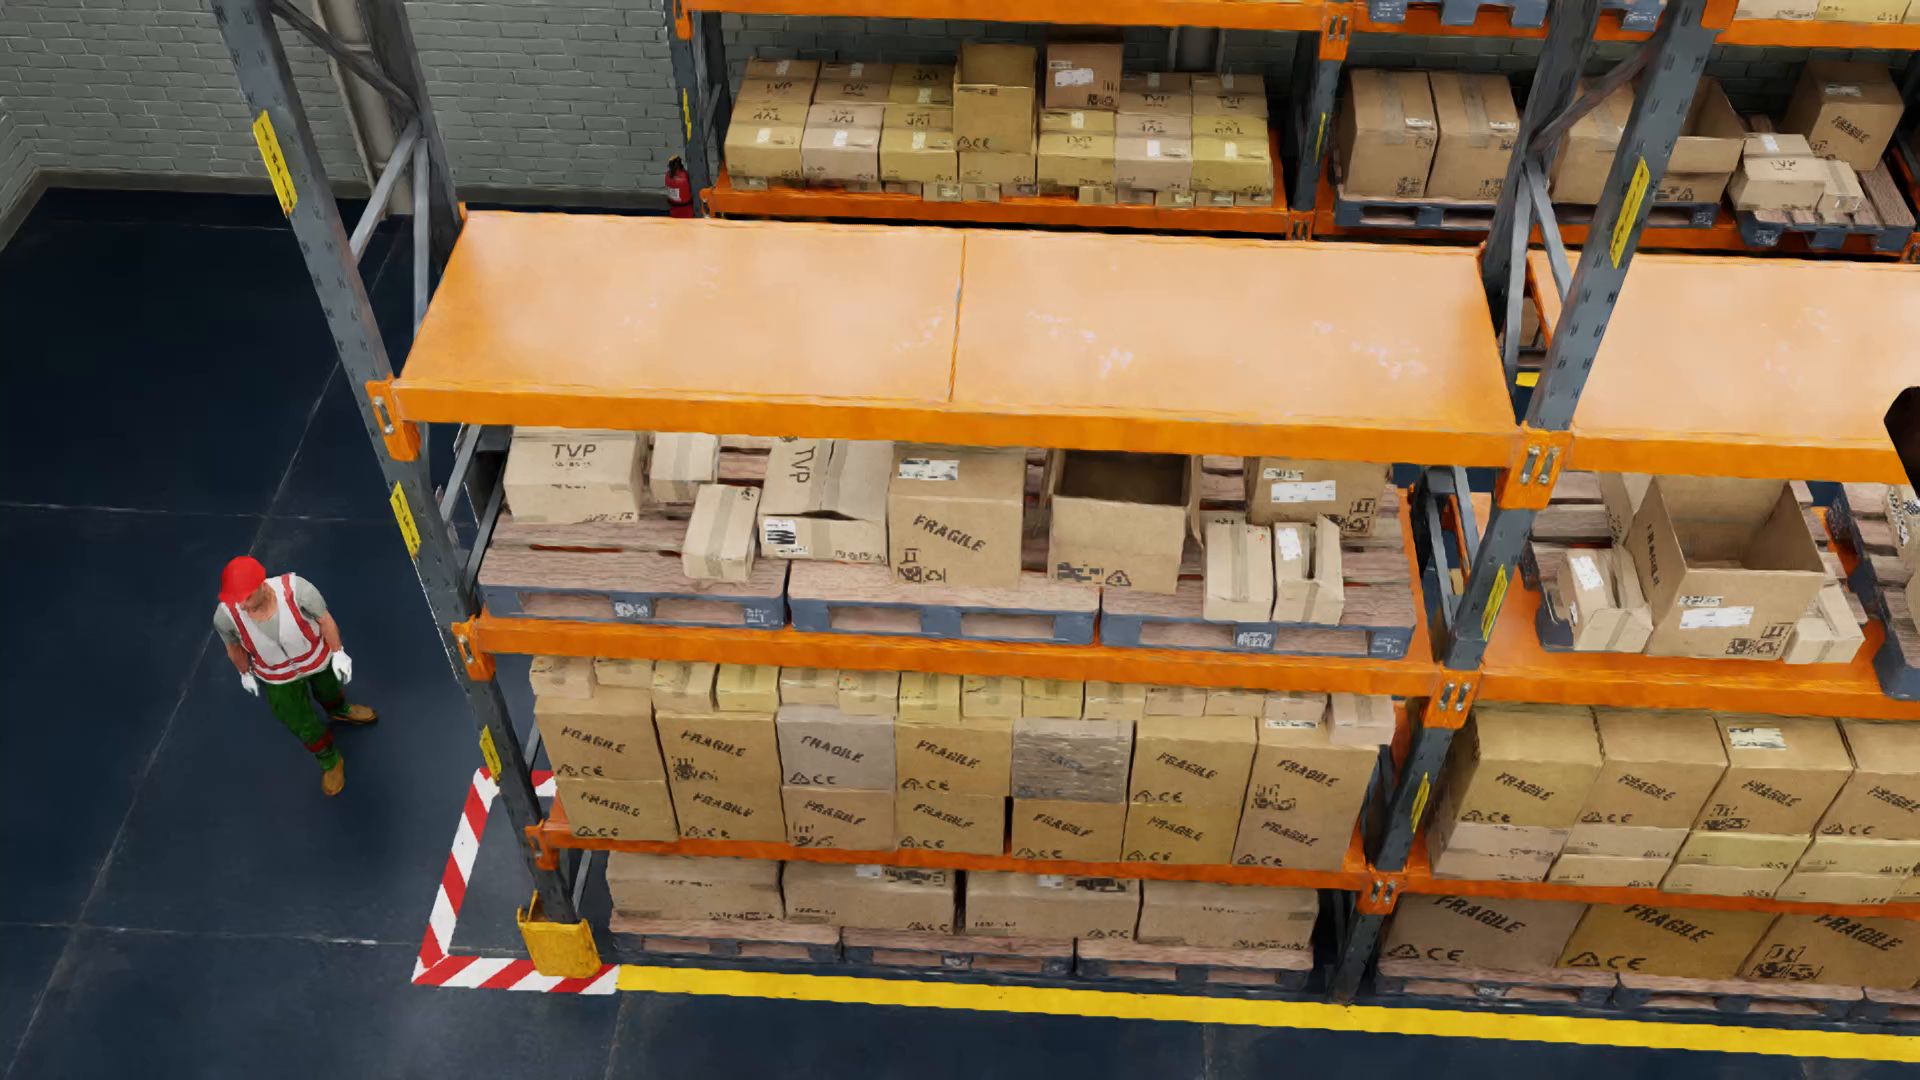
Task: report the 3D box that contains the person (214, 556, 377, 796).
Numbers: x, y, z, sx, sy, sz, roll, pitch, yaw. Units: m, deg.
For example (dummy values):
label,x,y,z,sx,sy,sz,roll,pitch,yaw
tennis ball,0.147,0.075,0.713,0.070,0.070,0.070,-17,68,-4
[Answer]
label,x,y,z,sx,sy,sz,roll,pitch,yaw
person,-3.605,0.645,8.975,0.567,1.783,0.618,-23,52,-19
